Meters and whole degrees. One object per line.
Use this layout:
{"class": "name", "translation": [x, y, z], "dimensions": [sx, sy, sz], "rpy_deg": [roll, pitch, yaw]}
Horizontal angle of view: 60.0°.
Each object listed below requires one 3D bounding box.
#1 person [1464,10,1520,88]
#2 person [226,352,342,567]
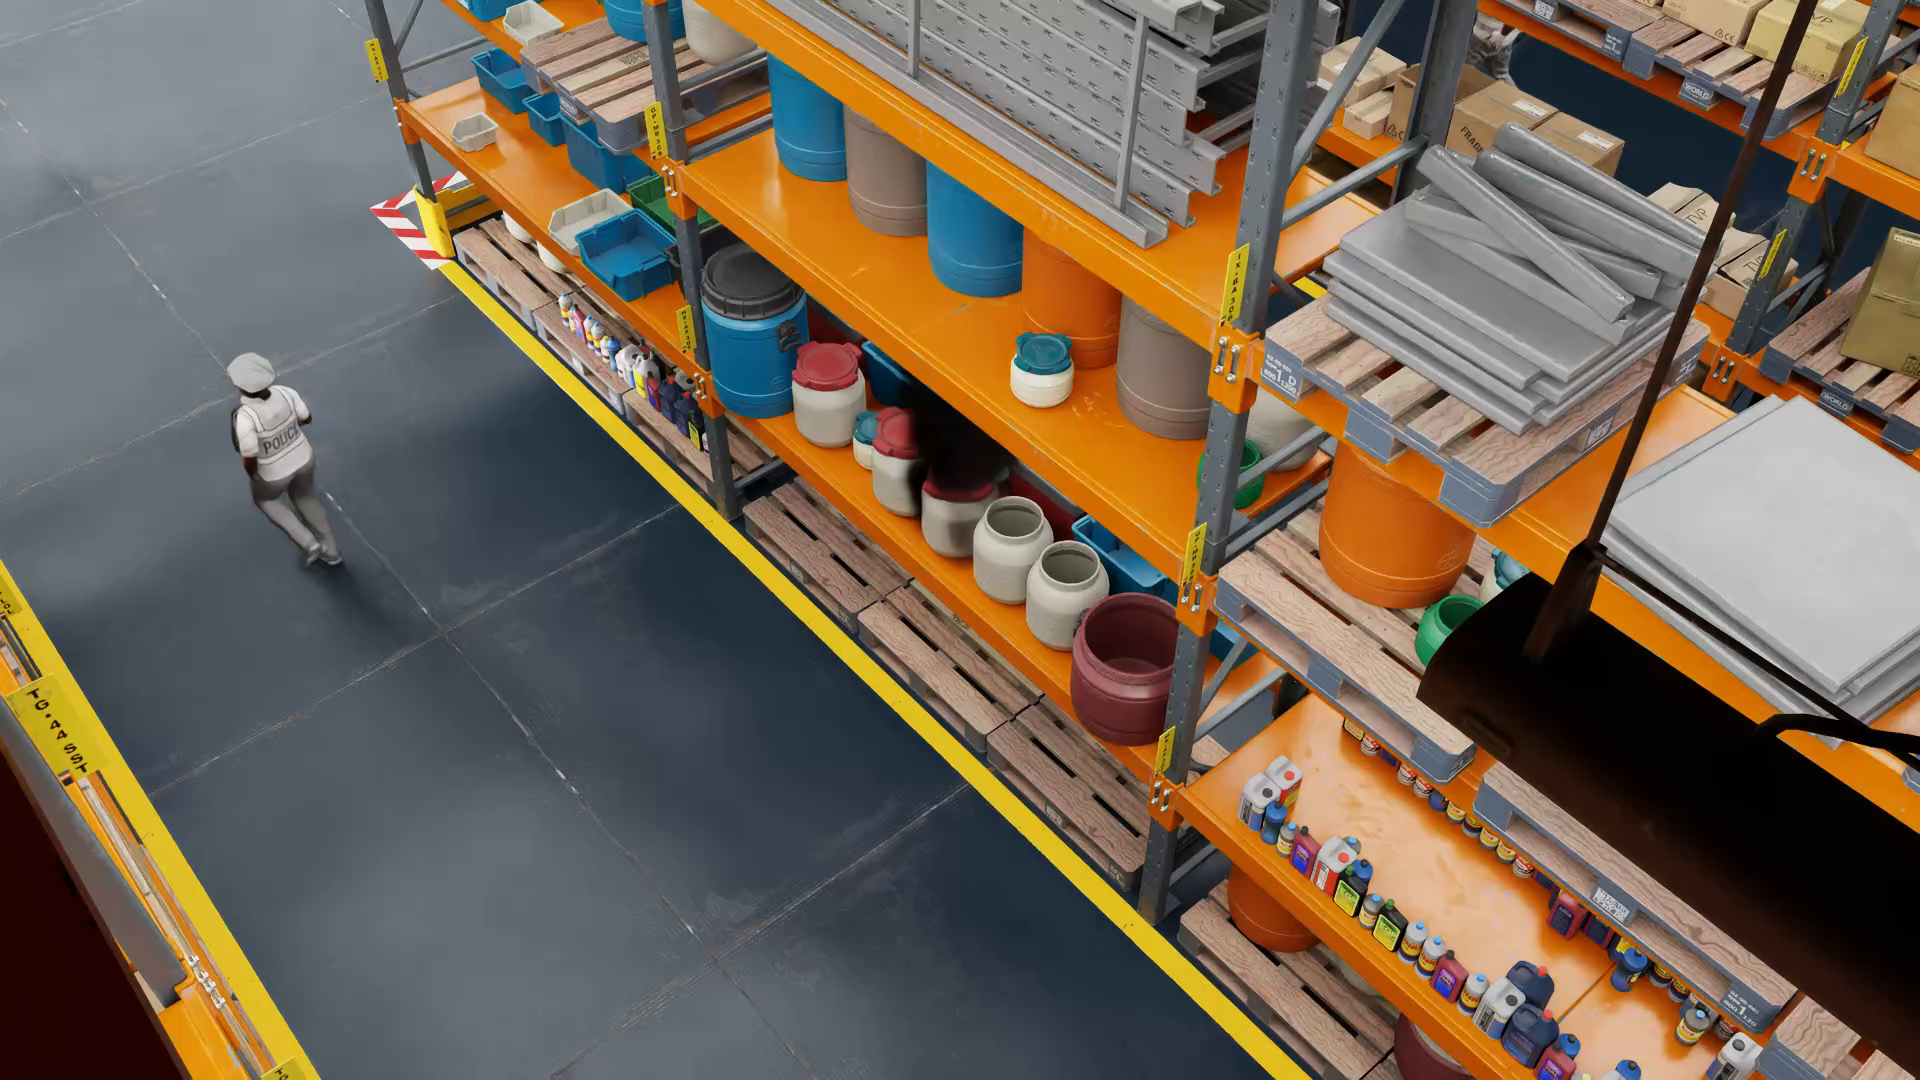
{"class": "person", "translation": [4.405, -4.129, 13.669], "dimensions": [0.796, 1.851, 0.704], "rpy_deg": [30, 53, 25]}
{"class": "person", "translation": [-4.259, -0.507, 10.312], "dimensions": [0.553, 1.655, 0.565], "rpy_deg": [28, 53, 24]}
